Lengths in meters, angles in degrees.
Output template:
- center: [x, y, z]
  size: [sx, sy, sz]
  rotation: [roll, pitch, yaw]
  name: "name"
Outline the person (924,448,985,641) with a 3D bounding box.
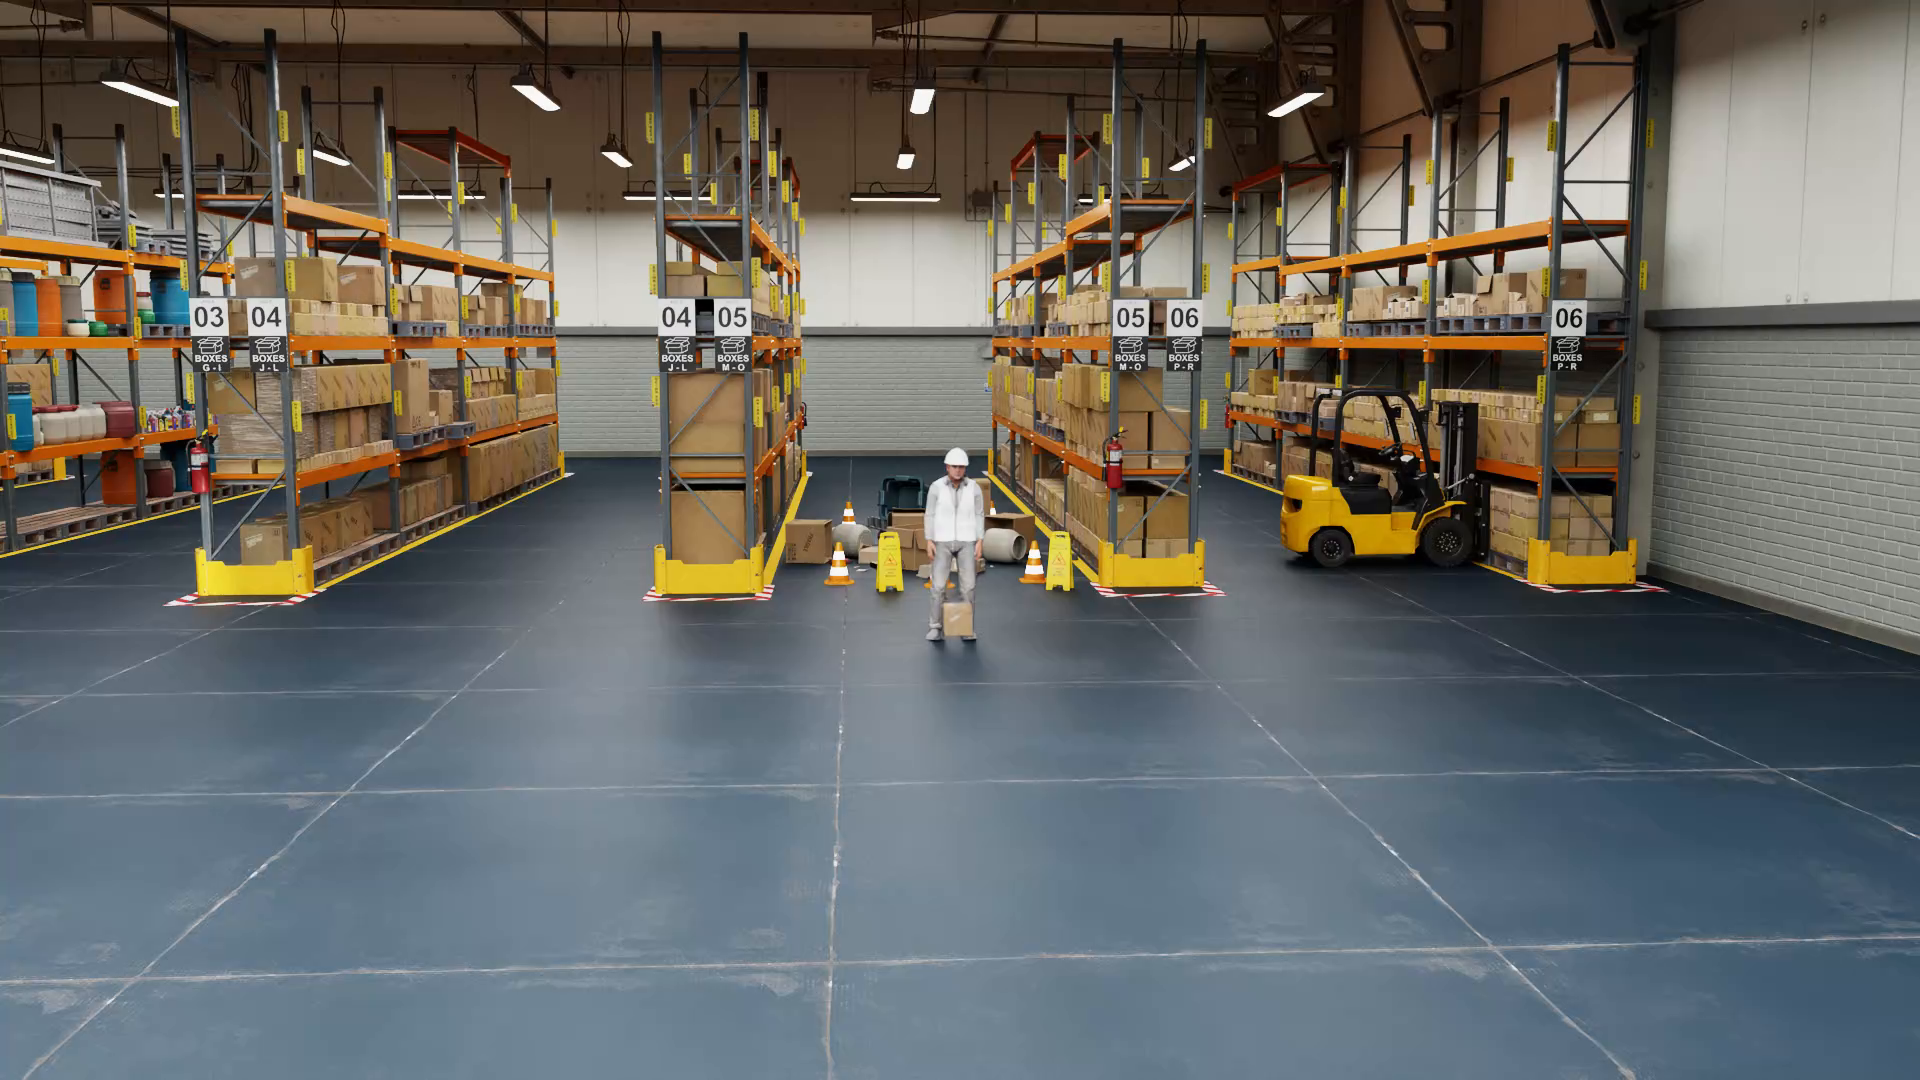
- center: [-0.049, 0.032, 15.355]
  size: [0.568, 1.773, 0.450]
  rotation: [-1, 7, -6]
  name: "person"
